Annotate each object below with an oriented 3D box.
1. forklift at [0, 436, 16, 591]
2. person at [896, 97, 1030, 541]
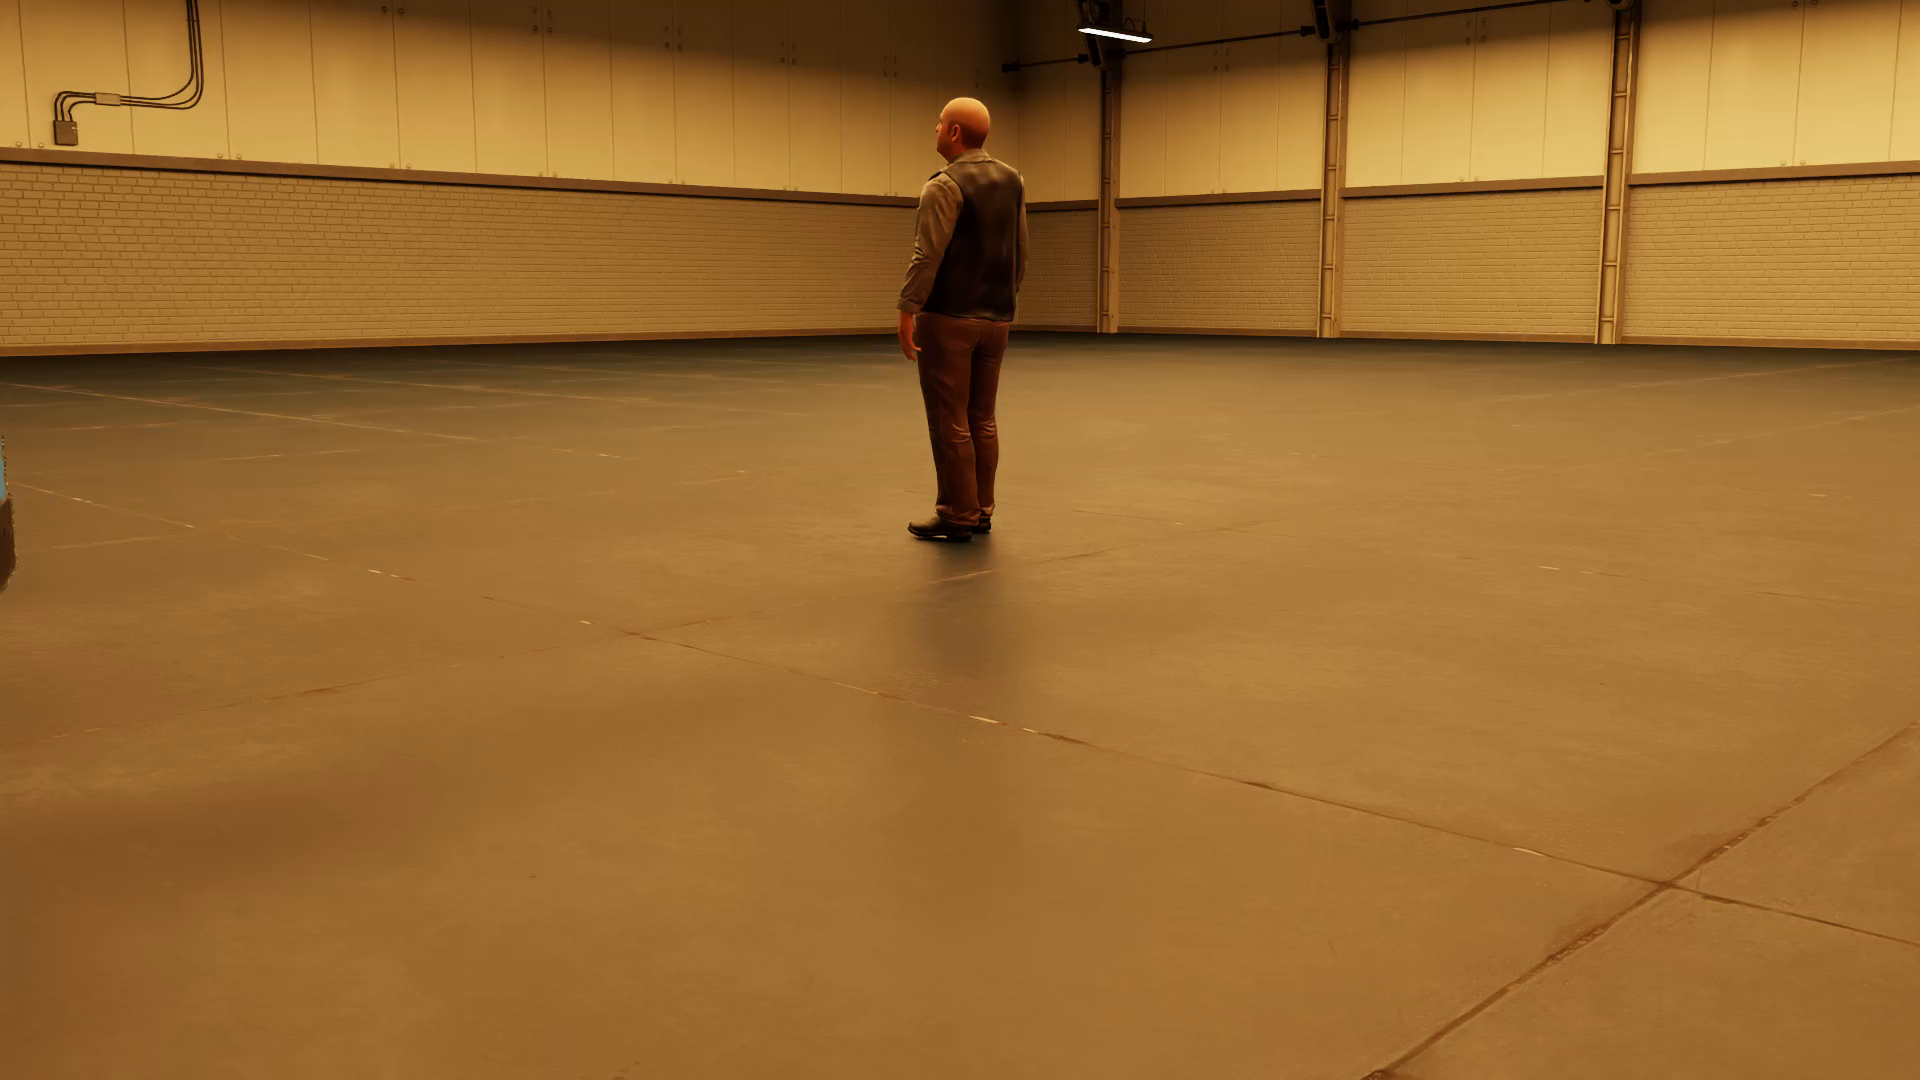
[{"bbox_3d":[-4.407,-1.139,4.437,3.031,2.935,1.130,-4,9,-25],"label":"forklift"},{"bbox_3d":[-0.040,-0.866,6.636,0.566,1.722,0.634,8,12,43],"label":"person"}]
